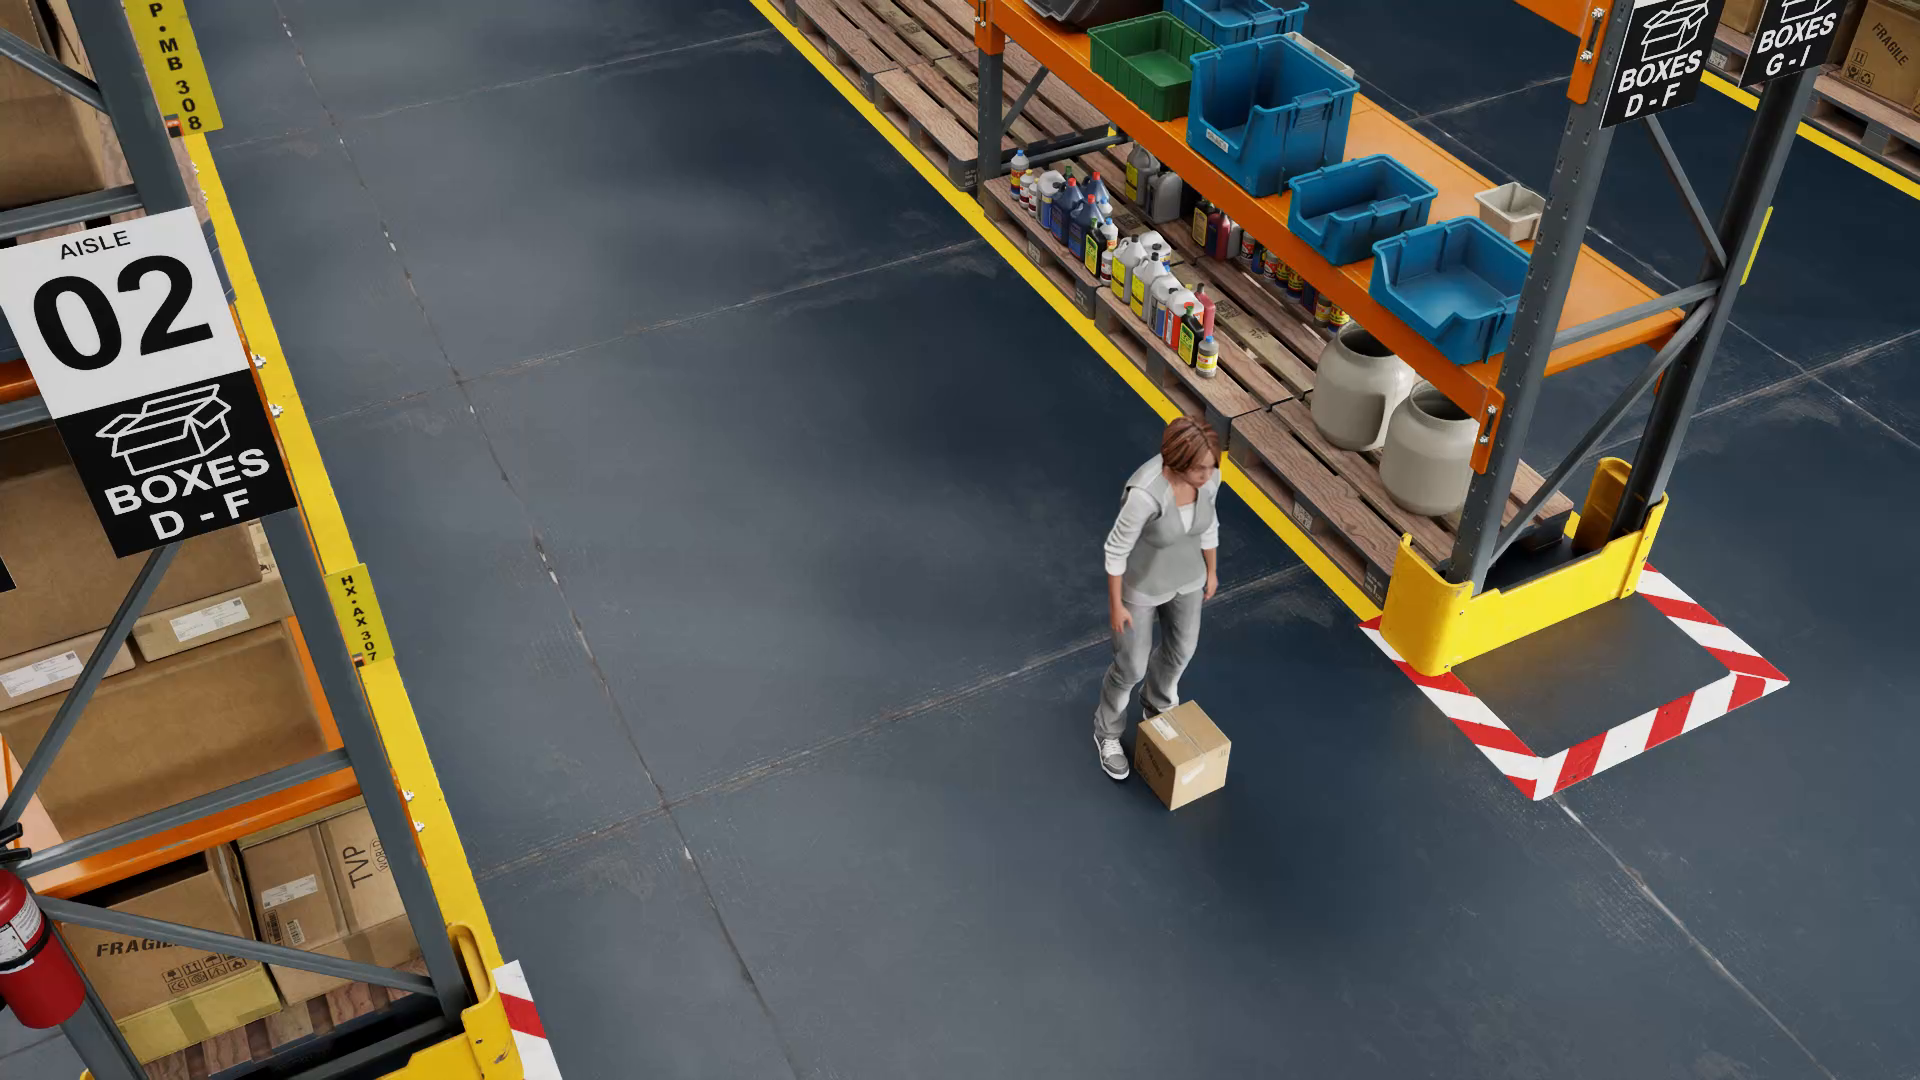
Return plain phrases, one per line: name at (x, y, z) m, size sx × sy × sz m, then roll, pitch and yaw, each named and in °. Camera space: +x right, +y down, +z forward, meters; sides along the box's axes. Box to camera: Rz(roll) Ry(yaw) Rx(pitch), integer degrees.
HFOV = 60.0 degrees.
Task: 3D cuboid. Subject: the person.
person at (0.721, 0.176, 5.972) m, size 0.470 × 1.591 × 0.350 m, roll -20°, pitch 45°, yaw -21°
